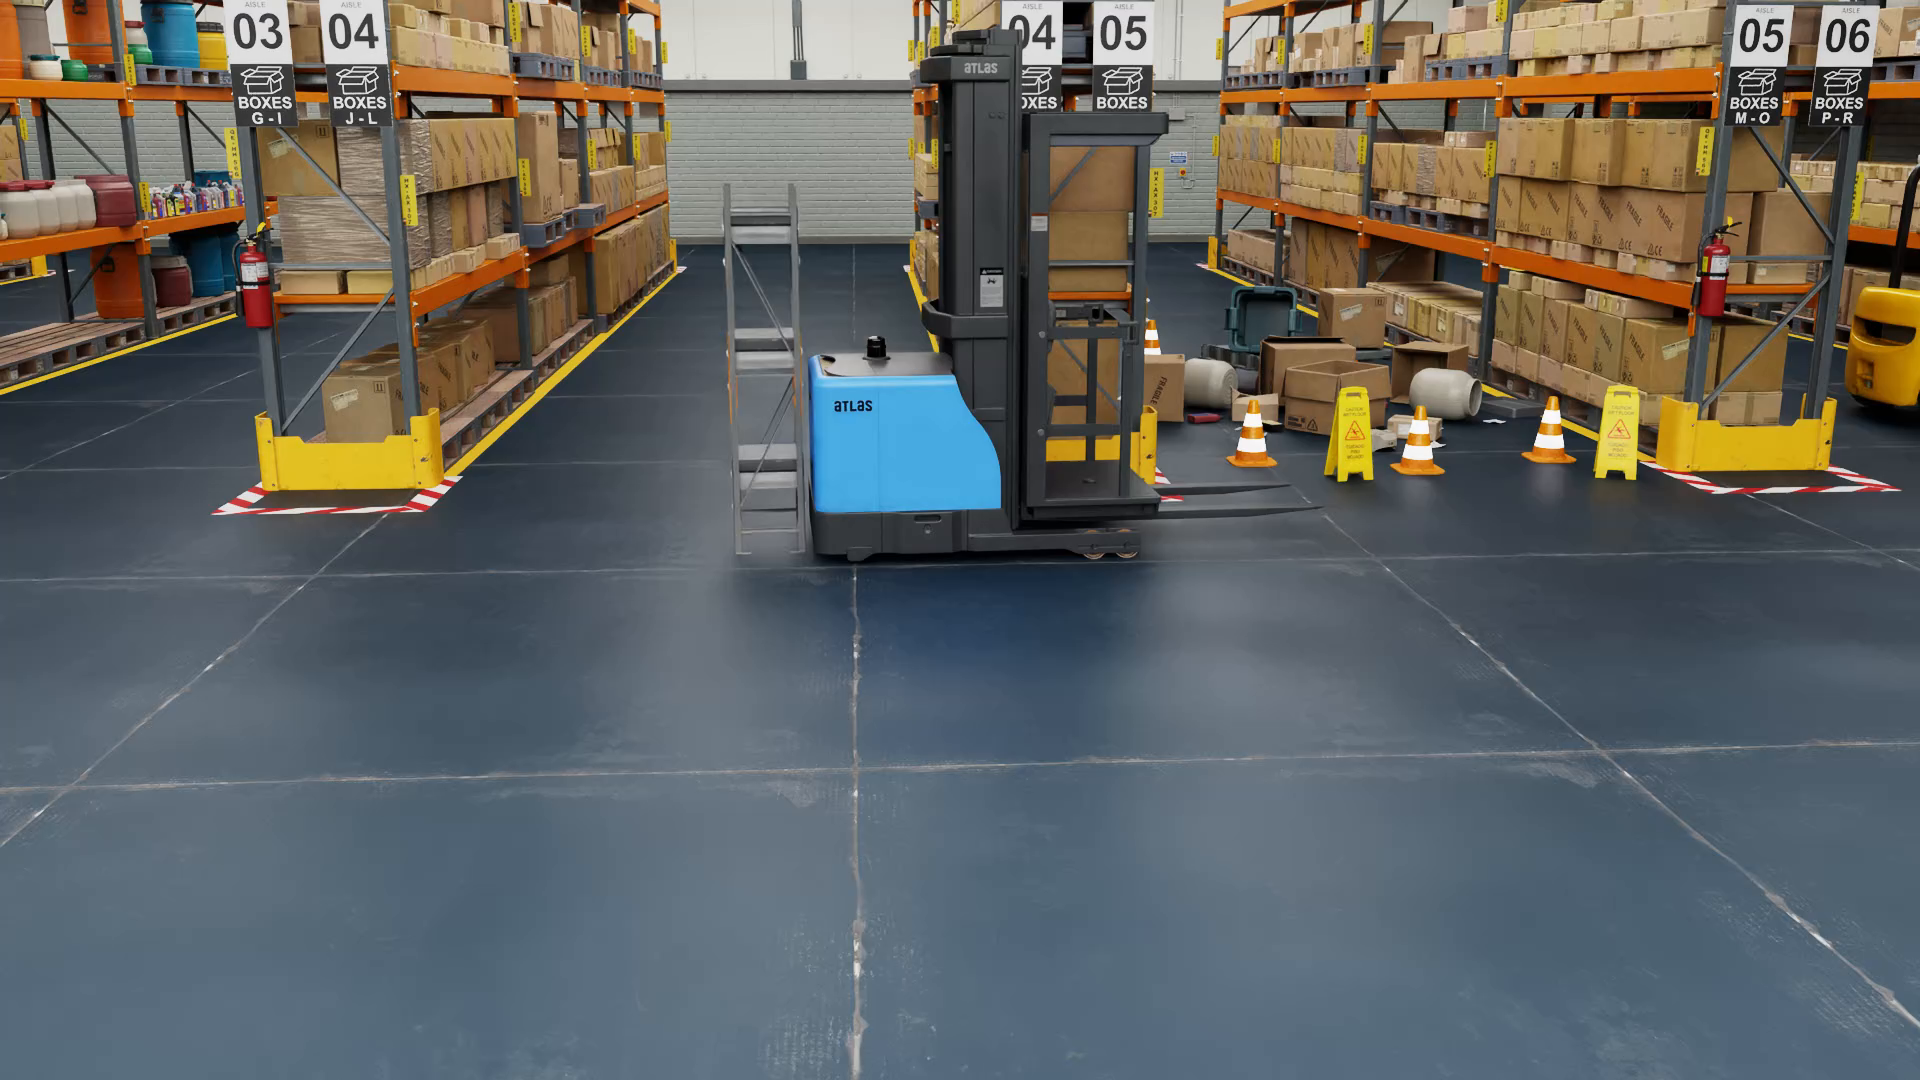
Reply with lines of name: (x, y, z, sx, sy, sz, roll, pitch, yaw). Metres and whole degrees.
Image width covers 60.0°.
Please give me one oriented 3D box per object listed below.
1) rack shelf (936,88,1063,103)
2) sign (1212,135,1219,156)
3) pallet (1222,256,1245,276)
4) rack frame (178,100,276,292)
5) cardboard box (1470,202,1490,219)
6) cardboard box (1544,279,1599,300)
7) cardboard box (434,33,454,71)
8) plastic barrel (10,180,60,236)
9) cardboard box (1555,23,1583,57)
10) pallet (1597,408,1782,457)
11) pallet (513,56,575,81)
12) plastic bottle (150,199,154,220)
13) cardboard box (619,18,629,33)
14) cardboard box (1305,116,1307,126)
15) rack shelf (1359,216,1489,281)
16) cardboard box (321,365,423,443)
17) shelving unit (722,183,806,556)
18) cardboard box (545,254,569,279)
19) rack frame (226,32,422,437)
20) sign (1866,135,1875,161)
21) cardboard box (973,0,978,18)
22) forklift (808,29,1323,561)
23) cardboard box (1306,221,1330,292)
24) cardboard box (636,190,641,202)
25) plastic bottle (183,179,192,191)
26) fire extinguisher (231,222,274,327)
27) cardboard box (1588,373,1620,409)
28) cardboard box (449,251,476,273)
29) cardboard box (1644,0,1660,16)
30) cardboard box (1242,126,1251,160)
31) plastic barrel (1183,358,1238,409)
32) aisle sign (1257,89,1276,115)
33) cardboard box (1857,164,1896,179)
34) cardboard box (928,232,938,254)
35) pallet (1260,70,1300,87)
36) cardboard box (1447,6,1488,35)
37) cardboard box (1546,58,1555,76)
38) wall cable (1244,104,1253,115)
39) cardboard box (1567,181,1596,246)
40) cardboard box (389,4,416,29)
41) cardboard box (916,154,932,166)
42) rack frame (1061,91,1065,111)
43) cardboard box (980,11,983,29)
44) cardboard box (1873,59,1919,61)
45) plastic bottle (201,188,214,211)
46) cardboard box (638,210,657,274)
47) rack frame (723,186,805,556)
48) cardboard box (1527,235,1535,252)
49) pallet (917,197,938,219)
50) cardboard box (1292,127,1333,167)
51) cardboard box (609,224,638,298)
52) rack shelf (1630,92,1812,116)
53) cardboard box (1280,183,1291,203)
rack shelf: (0.393, -4.468, 16.796, 1.077, 0.370, 4.000, -1, 14, -3)
sign: (4.153, -6.403, 26.996, 0.100, 0.325, 0.005, -1, 14, -3)
pallet: (4.835, -4.404, 26.720, 1.003, 0.211, 1.213, -1, 14, -3)
rack frame: (-9.879, -4.728, 22.383, 1.000, 3.000, 0.127, -1, 14, -3)
cardboard box: (5.144, -3.173, 16.002, 0.380, 0.149, 0.250, -1, 14, -3)
cardboard box: (5.219, -2.139, 14.190, 0.380, 0.149, 0.250, 0, 14, 0)
cardboard box: (-4.029, -3.575, 12.184, 0.500, 0.250, 0.500, -1, 14, -4)
plastic barrel: (-9.296, -3.336, 16.698, 0.433, 0.535, 0.433, 0, 14, 0)
cardboard box: (5.264, -4.126, 13.725, 0.500, 0.250, 0.500, -1, 14, -3)
pallet: (5.679, -0.844, 12.884, 1.003, 0.211, 1.213, -1, 14, -3)
pallet: (-4.439, -4.590, 16.202, 1.213, 0.211, 1.003, -1, 14, -3)
plastic bottle: (-9.315, -3.813, 19.084, 0.097, 0.271, 0.097, 0, 14, 0)
cardboard box: (-5.068, -7.413, 24.049, 0.500, 0.250, 0.500, -1, 14, -5)
cardboard box: (4.711, -5.943, 23.597, 0.380, 0.149, 0.250, -1, 14, -2)
rack shelf: (5.327, -3.117, 17.565, 1.077, 0.370, 4.000, -1, 14, -3)
cardboard box: (-4.214, -0.969, 11.945, 0.500, 0.500, 0.500, 2, 15, 7)
shelving unit: (-1.136, -0.995, 9.679, 0.431, 2.100, 0.503, -2, 15, -7)
cardboard box: (-4.616, -3.009, 18.331, 0.500, 0.250, 0.500, 0, 14, -1)
rack frame: (-4.192, -1.820, 11.081, 1.000, 3.000, 0.127, -1, 14, -3)
sign: (10.711, -4.610, 19.602, 0.100, 0.325, 0.005, -1, 14, -3)
cardboard box: (0.364, -4.140, 12.736, 0.500, 0.250, 0.500, -1, 14, -3)
forklift: (0.621, -1.438, 9.735, 3.031, 2.935, 1.130, -2, 15, -7)
cardboard box: (5.137, -3.754, 22.020, 0.875, 0.875, 0.875, 0, 14, -2)
cardboard box: (-4.622, -4.762, 23.017, 0.380, 0.149, 0.250, -1, 14, -3)
plastic bottle: (-10.178, -4.602, 21.990, 0.144, 0.351, 0.185, -1, 14, -3)
fire extinguisher: (-4.645, -1.747, 10.952, 0.296, 0.674, 0.183, -1, 14, -3)
cardboard box: (5.356, -1.171, 13.232, 0.500, 0.250, 0.500, -1, 14, -3)
cardboard box: (-3.968, -2.148, 12.858, 0.380, 0.149, 0.250, -1, 14, -3)
cardboard box: (5.399, -4.023, 12.525, 0.380, 0.149, 0.250, -1, 14, -3)
cardboard box: (4.563, -5.981, 25.045, 0.500, 0.500, 0.500, -1, 14, -3)
plastic barrel: (2.118, -1.360, 14.464, 0.512, 0.421, 0.421, 10, 18, 35)
aisle sign: (5.012, -7.234, 26.905, 0.394, 0.787, 0.004, -1, 14, -3)
cardboard box: (9.973, -3.998, 18.044, 0.380, 0.149, 0.250, -1, 14, -2)
cardboard box: (-0.161, -3.892, 21.801, 0.500, 0.250, 0.500, 0, 14, -2)
pallet: (4.915, -6.571, 23.703, 1.003, 0.211, 1.213, -1, 14, -3)
cardboard box: (5.203, -5.189, 16.610, 0.500, 0.250, 0.500, -1, 14, -3)
cardboard box: (5.311, -4.092, 14.394, 0.380, 0.149, 0.250, -1, 14, -3)
wall cable: (5.750, -7.871, 32.560, 0.588, 1.984, 0.122, -1, 14, -3)
cardboard box: (5.324, -2.672, 13.593, 0.500, 0.500, 0.500, -1, 14, -3)
cardboard box: (-3.898, -3.531, 11.213, 0.380, 0.149, 0.250, -1, 14, -2)
cardboard box: (-0.390, -5.052, 22.107, 0.380, 0.149, 0.250, 0, 14, -2)
rack frame: (0.517, -2.866, 15.147, 1.000, 3.000, 0.127, -1, 14, -3)
cardboard box: (0.343, -3.785, 12.159, 0.380, 0.149, 0.250, -1, 14, -4)
cardboard box: (10.458, -5.496, 18.605, 0.500, 0.250, 0.500, -1, 14, -3)
plastic bottle: (-9.456, -4.268, 20.842, 0.152, 0.276, 0.135, -1, 14, -3)
cardboard box: (-4.952, -4.368, 24.405, 0.875, 0.875, 0.875, -1, 14, -3)
rack frame: (-1.106, -0.934, 9.444, 0.400, 2.100, 0.015, -2, 15, -7)
cardboard box: (5.265, -2.635, 14.753, 0.380, 0.149, 0.250, -1, 14, -4)
pallet: (0.118, -3.944, 19.720, 1.213, 0.211, 1.003, -1, 14, -3)
cardboard box: (4.755, -5.250, 22.205, 0.500, 0.500, 0.500, -1, 14, -4)
cardboard box: (-4.820, -3.598, 21.411, 1.225, 0.875, 0.875, -1, 14, -5)
rack shelf: (10.033, -5.642, 21.359, 1.077, 0.370, 4.000, -1, 14, -3)
cardboard box: (4.719, -4.771, 22.852, 0.500, 0.250, 0.500, -1, 14, -5)
